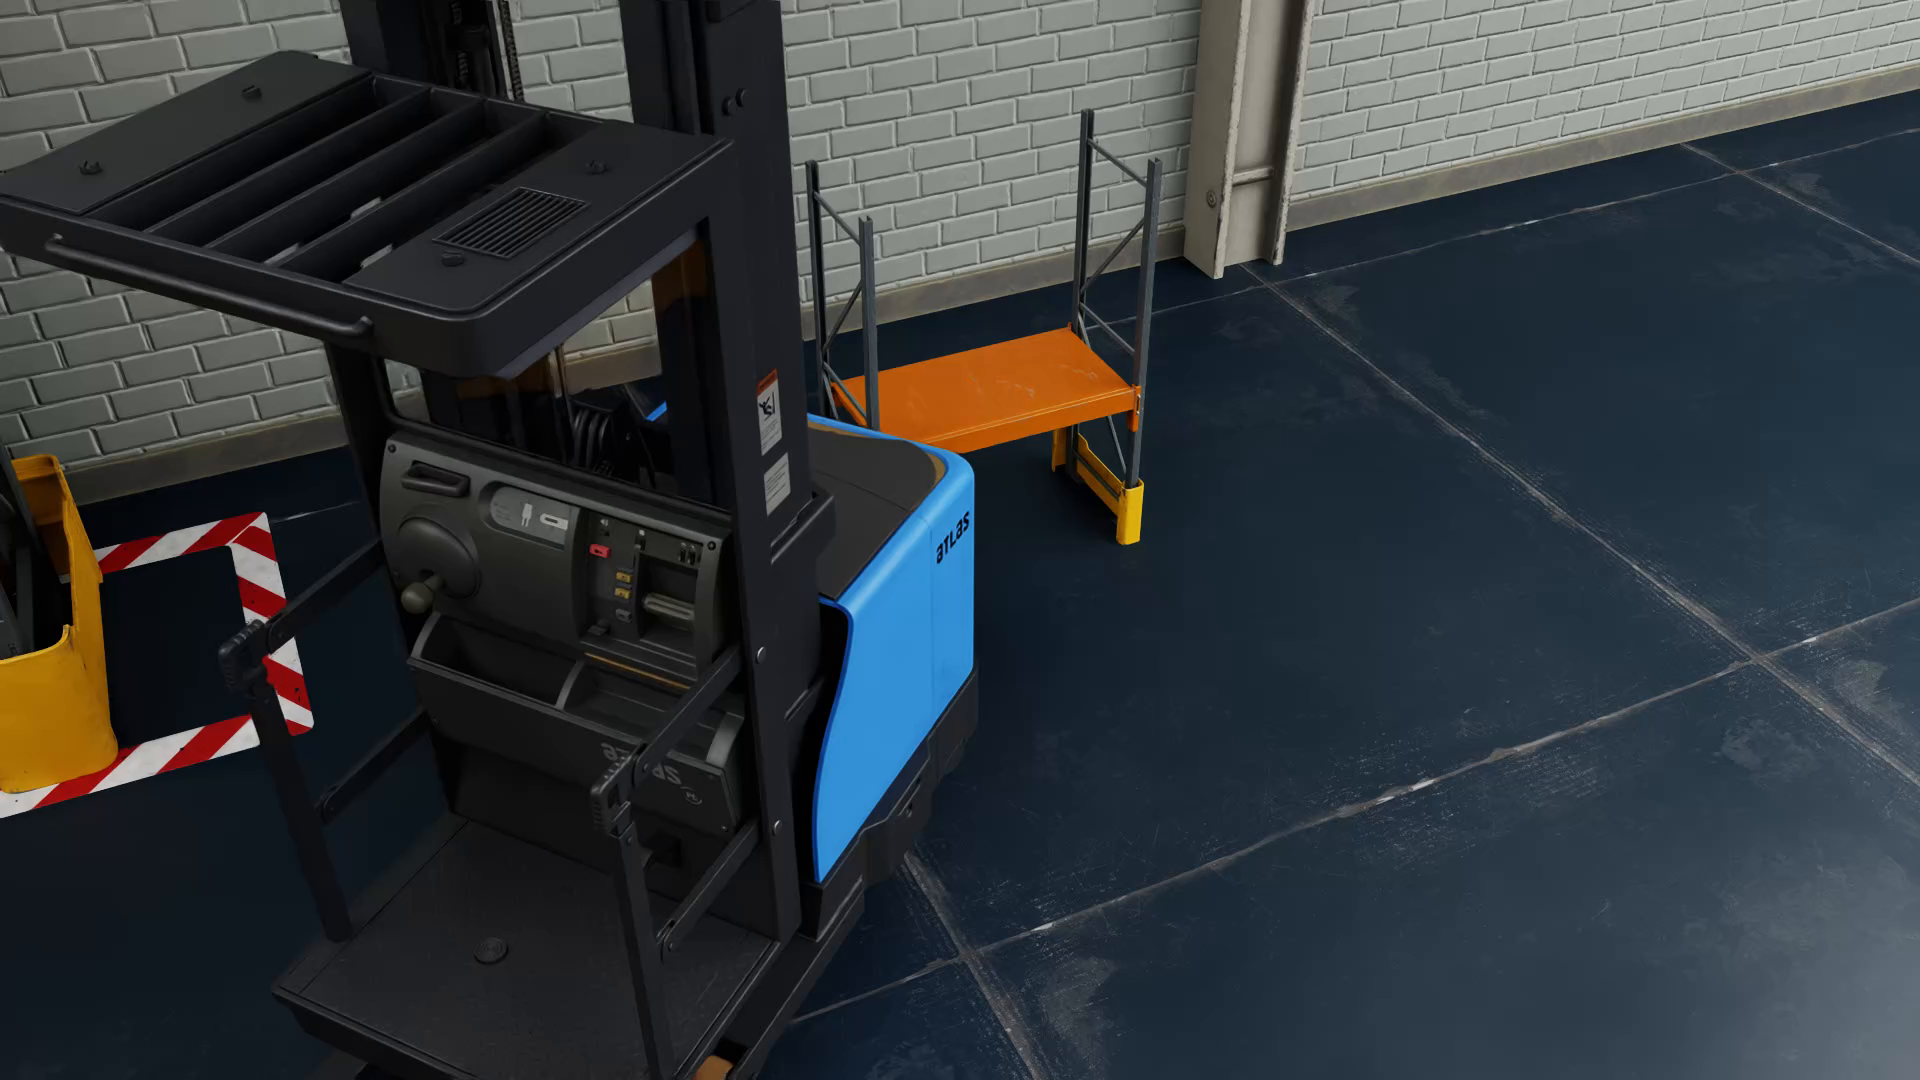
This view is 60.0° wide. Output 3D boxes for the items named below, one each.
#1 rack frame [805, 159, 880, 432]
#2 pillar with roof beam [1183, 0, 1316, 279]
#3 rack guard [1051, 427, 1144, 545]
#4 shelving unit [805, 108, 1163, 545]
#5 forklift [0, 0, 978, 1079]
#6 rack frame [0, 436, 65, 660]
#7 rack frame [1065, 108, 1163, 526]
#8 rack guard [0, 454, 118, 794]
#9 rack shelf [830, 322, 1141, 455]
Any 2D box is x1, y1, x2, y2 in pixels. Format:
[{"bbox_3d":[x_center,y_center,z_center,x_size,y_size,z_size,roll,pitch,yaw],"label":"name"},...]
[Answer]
[{"bbox_3d":[-0.383,-0.495,5.659,0.032,1.500,0.500,-16,39,-20],"label":"rack frame"},{"bbox_3d":[3.150,-2.669,2.294,0.400,9.000,9.100,-16,39,-20],"label":"pillar with roof beam"},{"bbox_3d":[0.520,-0.246,6.371,0.087,0.250,0.587,-16,39,-20],"label":"rack guard"},{"bbox_3d":[0.069,-0.622,5.829,1.083,1.500,0.587,-16,39,-20],"label":"shelving unit"},{"bbox_3d":[-1.034,0.111,3.640,1.130,2.935,3.031,16,39,20],"label":"forklift"},{"bbox_3d":[-3.097,-0.752,4.746,0.127,3.000,1.000,-16,39,-20],"label":"rack frame"},{"bbox_3d":[0.537,-0.753,6.006,0.032,1.500,0.500,-16,39,-20],"label":"rack frame"},{"bbox_3d":[-3.075,0.246,5.499,0.348,0.500,1.175,-16,39,-20],"label":"rack guard"},{"bbox_3d":[0.077,-0.480,5.939,1.000,0.185,0.538,-16,39,-20],"label":"rack shelf"}]
